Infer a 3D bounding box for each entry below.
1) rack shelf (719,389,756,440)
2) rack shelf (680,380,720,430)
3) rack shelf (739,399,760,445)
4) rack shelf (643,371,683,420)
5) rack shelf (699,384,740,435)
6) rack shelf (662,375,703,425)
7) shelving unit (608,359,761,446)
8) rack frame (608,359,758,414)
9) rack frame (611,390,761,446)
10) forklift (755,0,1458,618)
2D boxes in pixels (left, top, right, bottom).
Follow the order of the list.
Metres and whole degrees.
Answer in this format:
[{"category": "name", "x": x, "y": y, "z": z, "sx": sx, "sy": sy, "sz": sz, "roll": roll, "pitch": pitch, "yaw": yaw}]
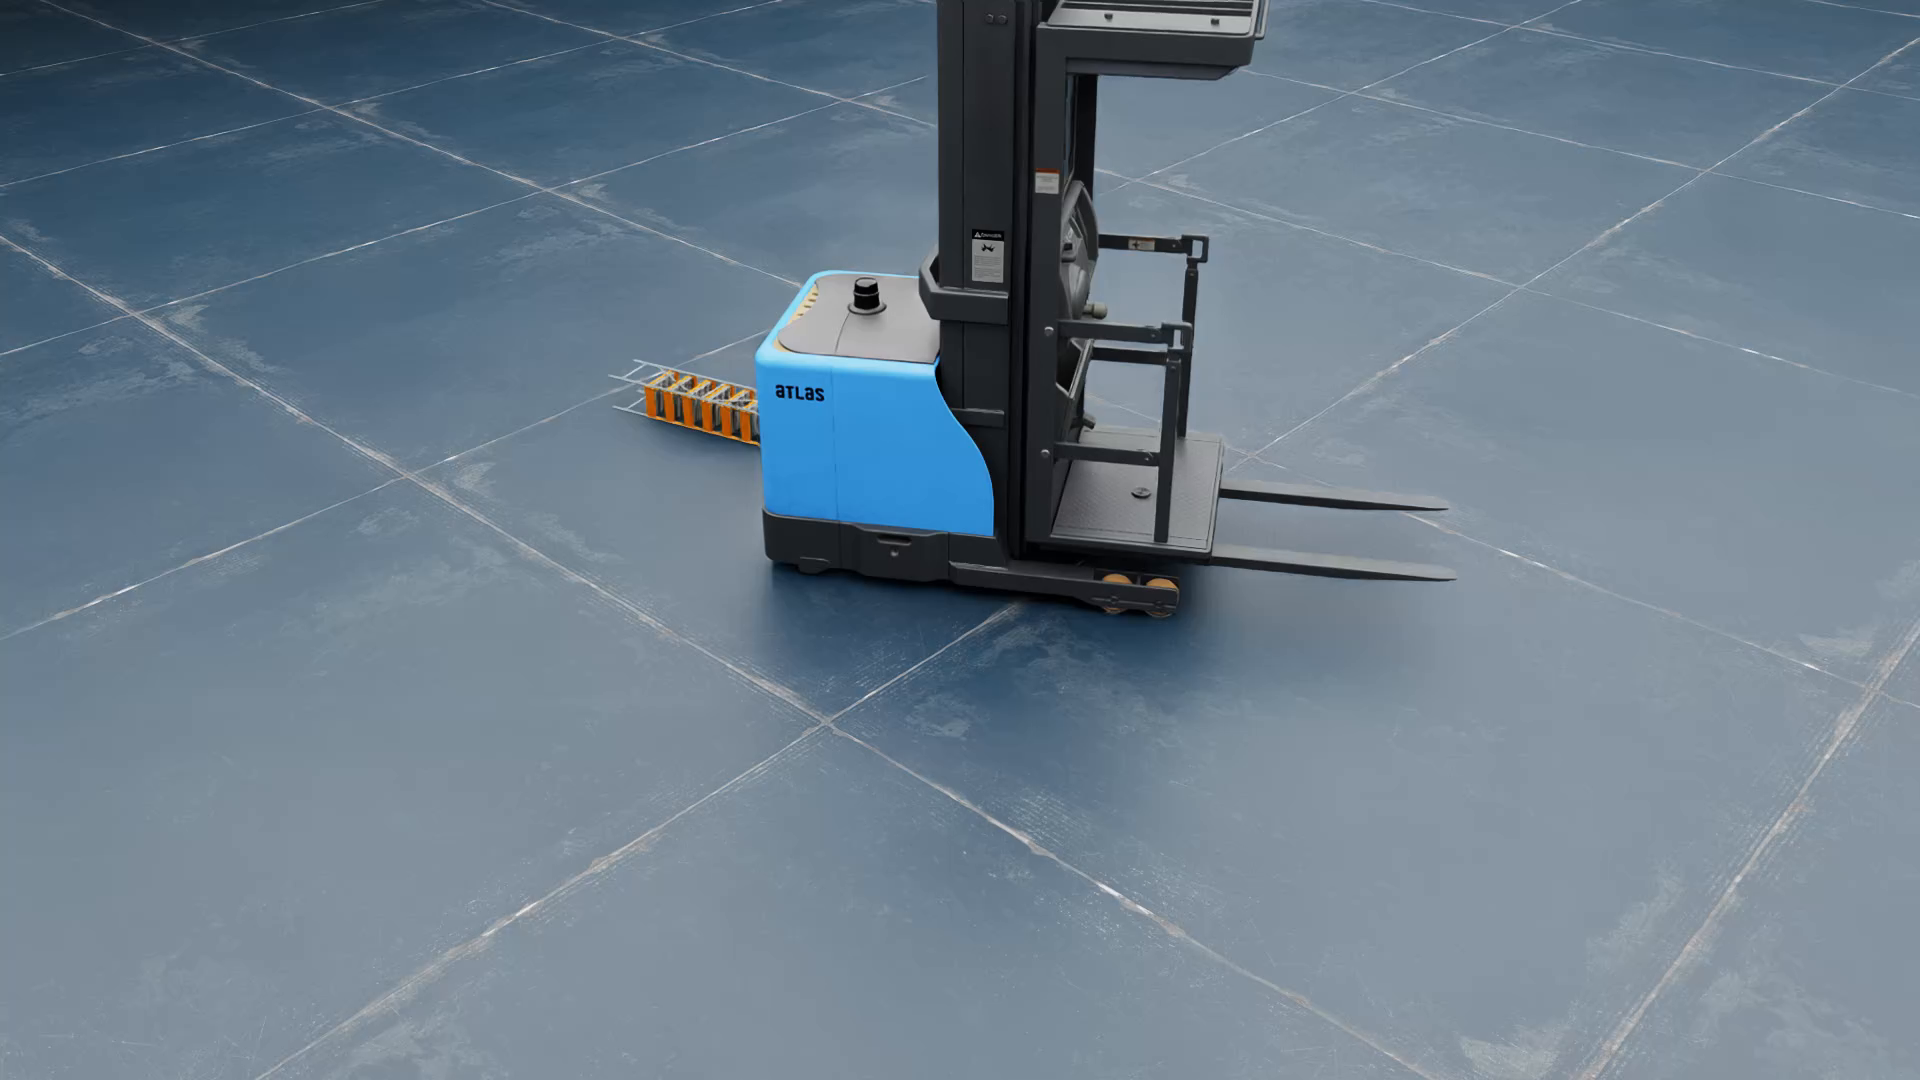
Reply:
[{"category": "rack shelf", "x": -1.137, "y": -0.661, "z": 8.661, "sx": 0.103, "sy": 0.180, "sz": 0.258, "roll": 15, "pitch": 34, "yaw": 23}, {"category": "rack shelf", "x": -1.350, "y": -0.719, "z": 8.756, "sx": 0.103, "sy": 0.180, "sz": 0.258, "roll": 15, "pitch": 34, "yaw": 23}, {"category": "rack shelf", "x": -1.031, "y": -0.633, "z": 8.613, "sx": 0.103, "sy": 0.180, "sz": 0.258, "roll": 15, "pitch": 34, "yaw": 23}, {"category": "rack shelf", "x": -1.562, "y": -0.776, "z": 8.852, "sx": 0.103, "sy": 0.180, "sz": 0.258, "roll": 15, "pitch": 34, "yaw": 23}, {"category": "rack shelf", "x": -1.244, "y": -0.690, "z": 8.709, "sx": 0.103, "sy": 0.180, "sz": 0.258, "roll": 15, "pitch": 34, "yaw": 23}, {"category": "rack shelf", "x": -1.456, "y": -0.748, "z": 8.804, "sx": 0.103, "sy": 0.180, "sz": 0.258, "roll": 15, "pitch": 34, "yaw": 23}, {"category": "shelving unit", "x": -1.283, "y": -0.701, "z": 8.726, "sx": 1.200, "sy": 0.189, "sz": 0.258, "roll": 15, "pitch": 34, "yaw": 23}, {"category": "rack frame", "x": -1.283, "y": -0.779, "z": 8.679, "sx": 1.200, "sy": 0.006, "sz": 0.240, "roll": 15, "pitch": 34, "yaw": 23}, {"category": "rack frame", "x": -1.283, "y": -0.622, "z": 8.773, "sx": 1.200, "sy": 0.006, "sz": 0.240, "roll": 15, "pitch": 34, "yaw": 23}, {"category": "forklift", "x": 0.685, "y": -1.218, "z": 6.932, "sx": 3.031, "sy": 2.935, "sz": 1.130, "roll": 6, "pitch": 32, "yaw": 9}]
